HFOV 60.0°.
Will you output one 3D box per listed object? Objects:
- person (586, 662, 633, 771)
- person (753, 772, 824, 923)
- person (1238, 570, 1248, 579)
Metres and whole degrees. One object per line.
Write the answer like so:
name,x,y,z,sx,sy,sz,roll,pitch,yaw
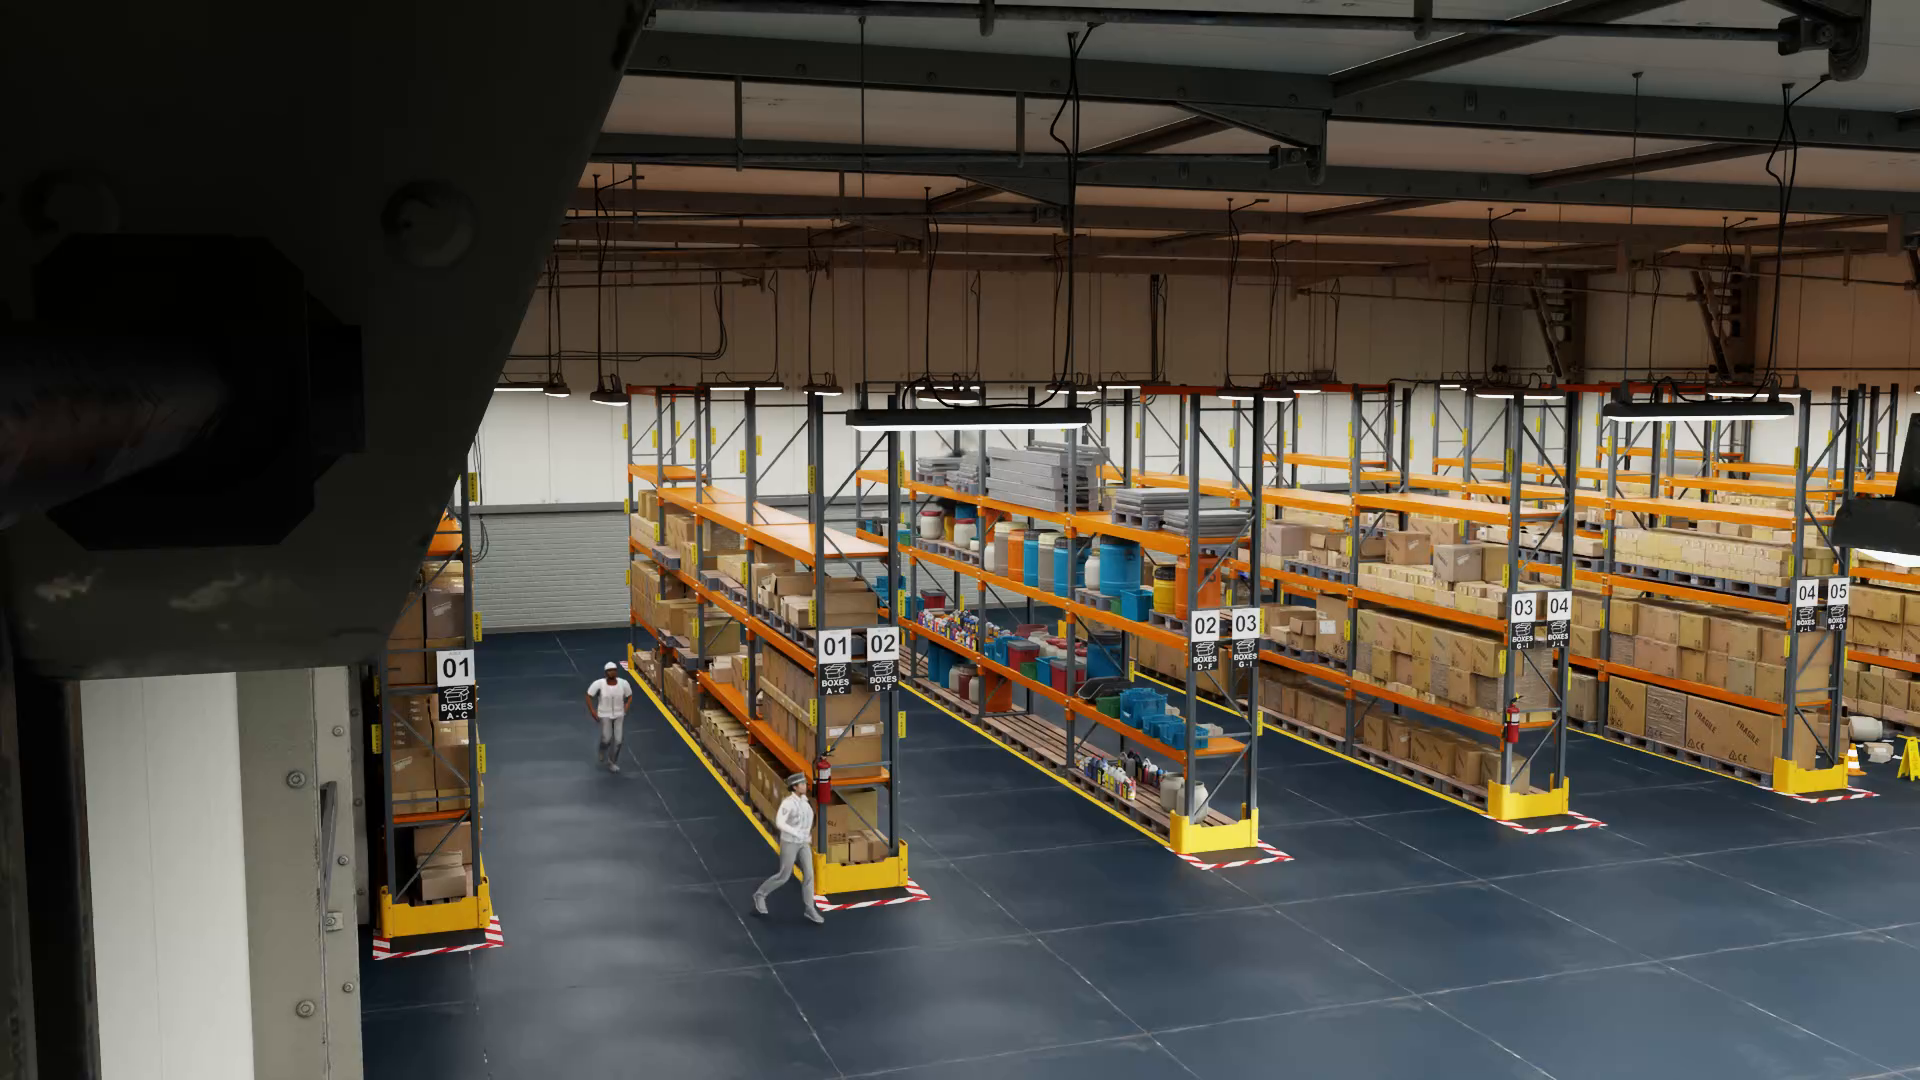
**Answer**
person,-5.489,2.776,26.178,0.730,1.726,0.594,-3,6,-23
person,-1.880,3.508,19.229,0.924,1.665,0.675,3,7,30
person,6.967,1.310,41.259,0.641,1.607,0.667,-2,6,-15
